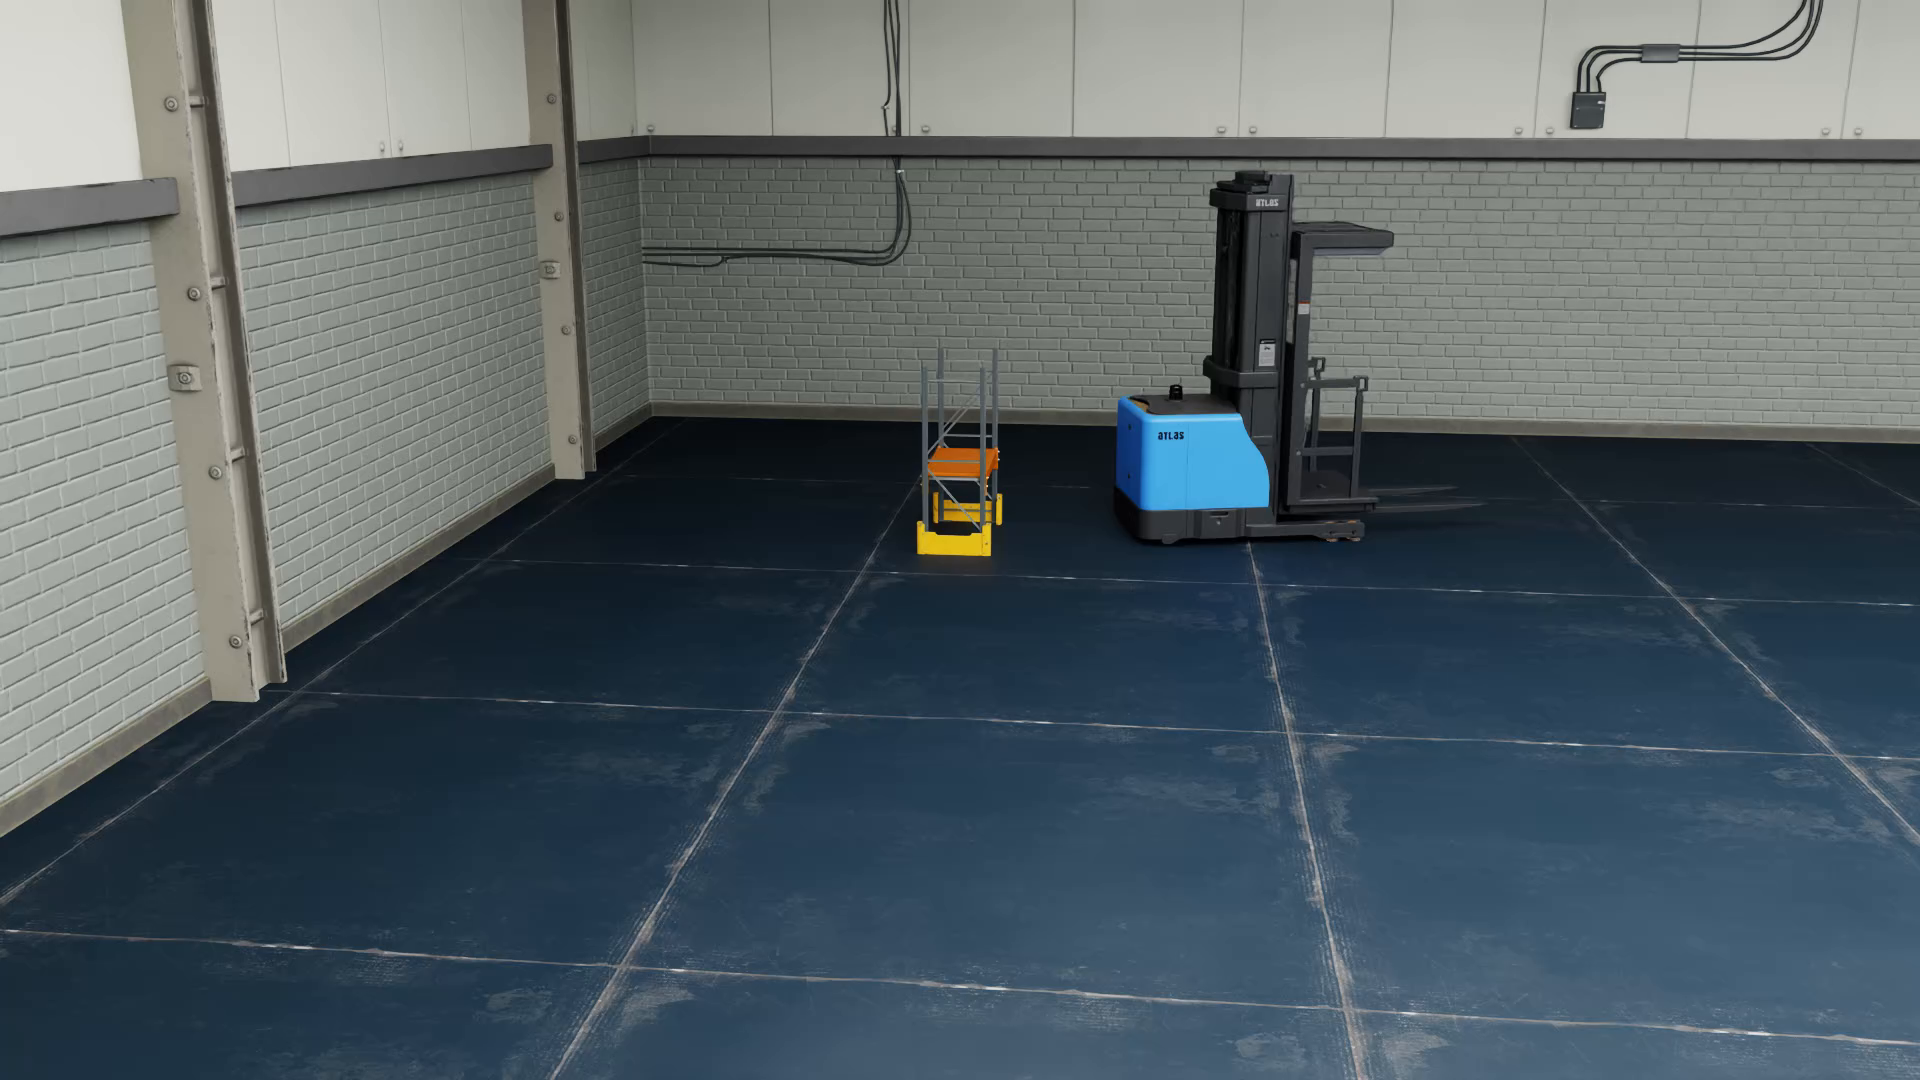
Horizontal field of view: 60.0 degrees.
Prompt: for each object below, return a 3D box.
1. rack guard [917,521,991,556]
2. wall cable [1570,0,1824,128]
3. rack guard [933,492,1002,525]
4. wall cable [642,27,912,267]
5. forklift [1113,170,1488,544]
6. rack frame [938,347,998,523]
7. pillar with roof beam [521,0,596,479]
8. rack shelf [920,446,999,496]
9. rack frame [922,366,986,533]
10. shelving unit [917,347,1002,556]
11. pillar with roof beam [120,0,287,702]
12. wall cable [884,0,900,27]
[{"bbox_3d":[-0.048,-0.011,13.225,0.587,0.250,0.087,2,15,6],"label":"rack guard"},{"bbox_3d":[7.367,-7.060,16.017,2.305,6.003,0.169,2,15,6],"label":"wall cable"},{"bbox_3d":[0.065,-0.270,14.180,0.587,0.250,0.087,2,15,6],"label":"rack guard"},{"bbox_3d":[-2.064,-4.203,17.915,3.097,2.526,0.112,2,15,6],"label":"wall cable"},{"bbox_3d":[2.878,-1.533,13.718,3.031,2.935,1.130,-2,15,-8],"label":"forklift"},{"bbox_3d":[0.067,-0.878,14.036,0.500,1.500,0.032,2,15,6],"label":"rack frame"},{"bbox_3d":[0.567,-4.850,14.359,9.100,9.000,0.400,2,15,6],"label":"pillar with roof beam"},{"bbox_3d":[0.010,-0.572,13.595,0.538,0.185,1.000,2,15,6],"label":"rack shelf"},{"bbox_3d":[-0.048,-0.614,13.061,0.500,1.500,0.032,2,15,6],"label":"rack frame"},{"bbox_3d":[0.009,-0.744,13.539,0.587,1.500,1.083,2,15,6],"label":"shelving unit"},{"bbox_3d":[-0.110,-3.294,8.604,9.100,9.000,0.400,2,15,6],"label":"pillar with roof beam"},{"bbox_3d":[0.624,-6.561,16.961,3.097,2.526,0.112,2,15,6],"label":"wall cable"}]
